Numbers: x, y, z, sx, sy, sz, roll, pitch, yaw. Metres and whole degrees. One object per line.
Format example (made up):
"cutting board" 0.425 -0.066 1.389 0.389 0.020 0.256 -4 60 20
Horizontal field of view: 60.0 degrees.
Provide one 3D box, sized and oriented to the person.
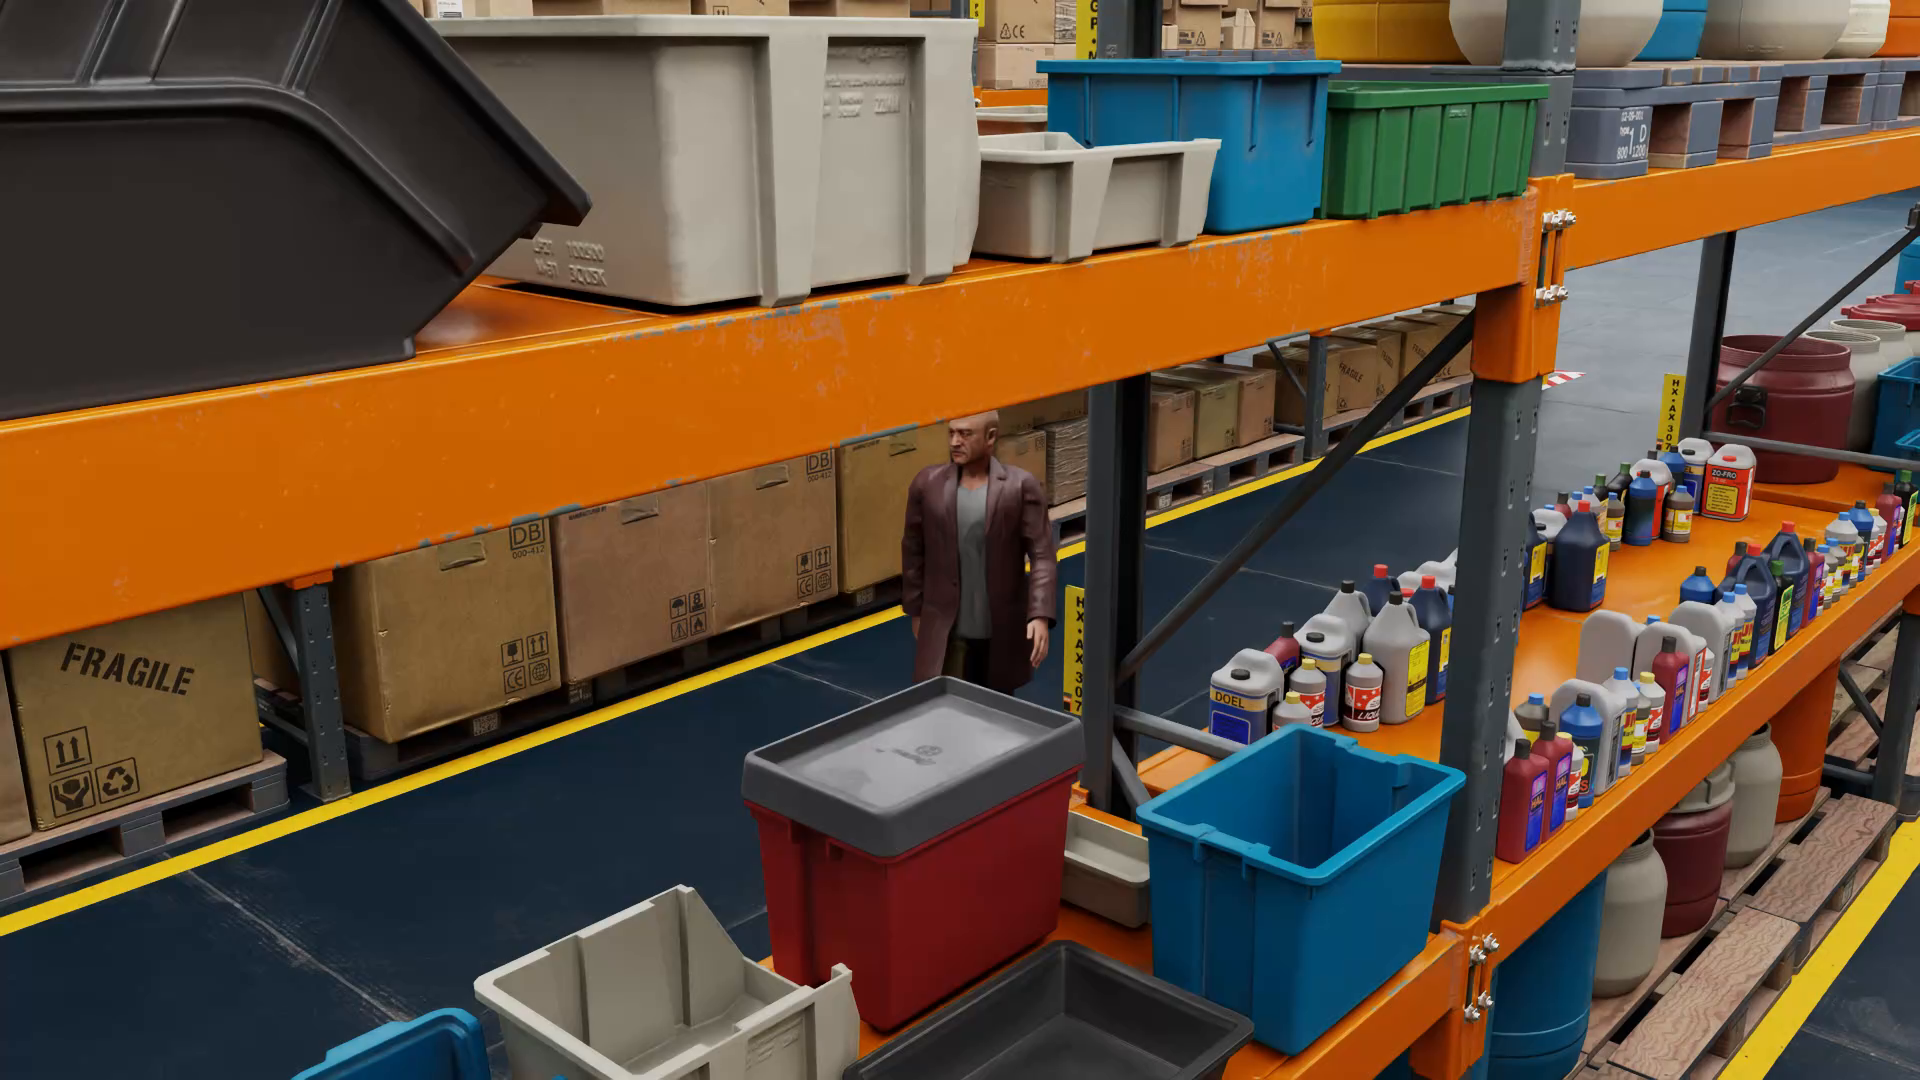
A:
"person" 0.066 0.362 6.333 0.606 1.765 0.899 1 17 2
